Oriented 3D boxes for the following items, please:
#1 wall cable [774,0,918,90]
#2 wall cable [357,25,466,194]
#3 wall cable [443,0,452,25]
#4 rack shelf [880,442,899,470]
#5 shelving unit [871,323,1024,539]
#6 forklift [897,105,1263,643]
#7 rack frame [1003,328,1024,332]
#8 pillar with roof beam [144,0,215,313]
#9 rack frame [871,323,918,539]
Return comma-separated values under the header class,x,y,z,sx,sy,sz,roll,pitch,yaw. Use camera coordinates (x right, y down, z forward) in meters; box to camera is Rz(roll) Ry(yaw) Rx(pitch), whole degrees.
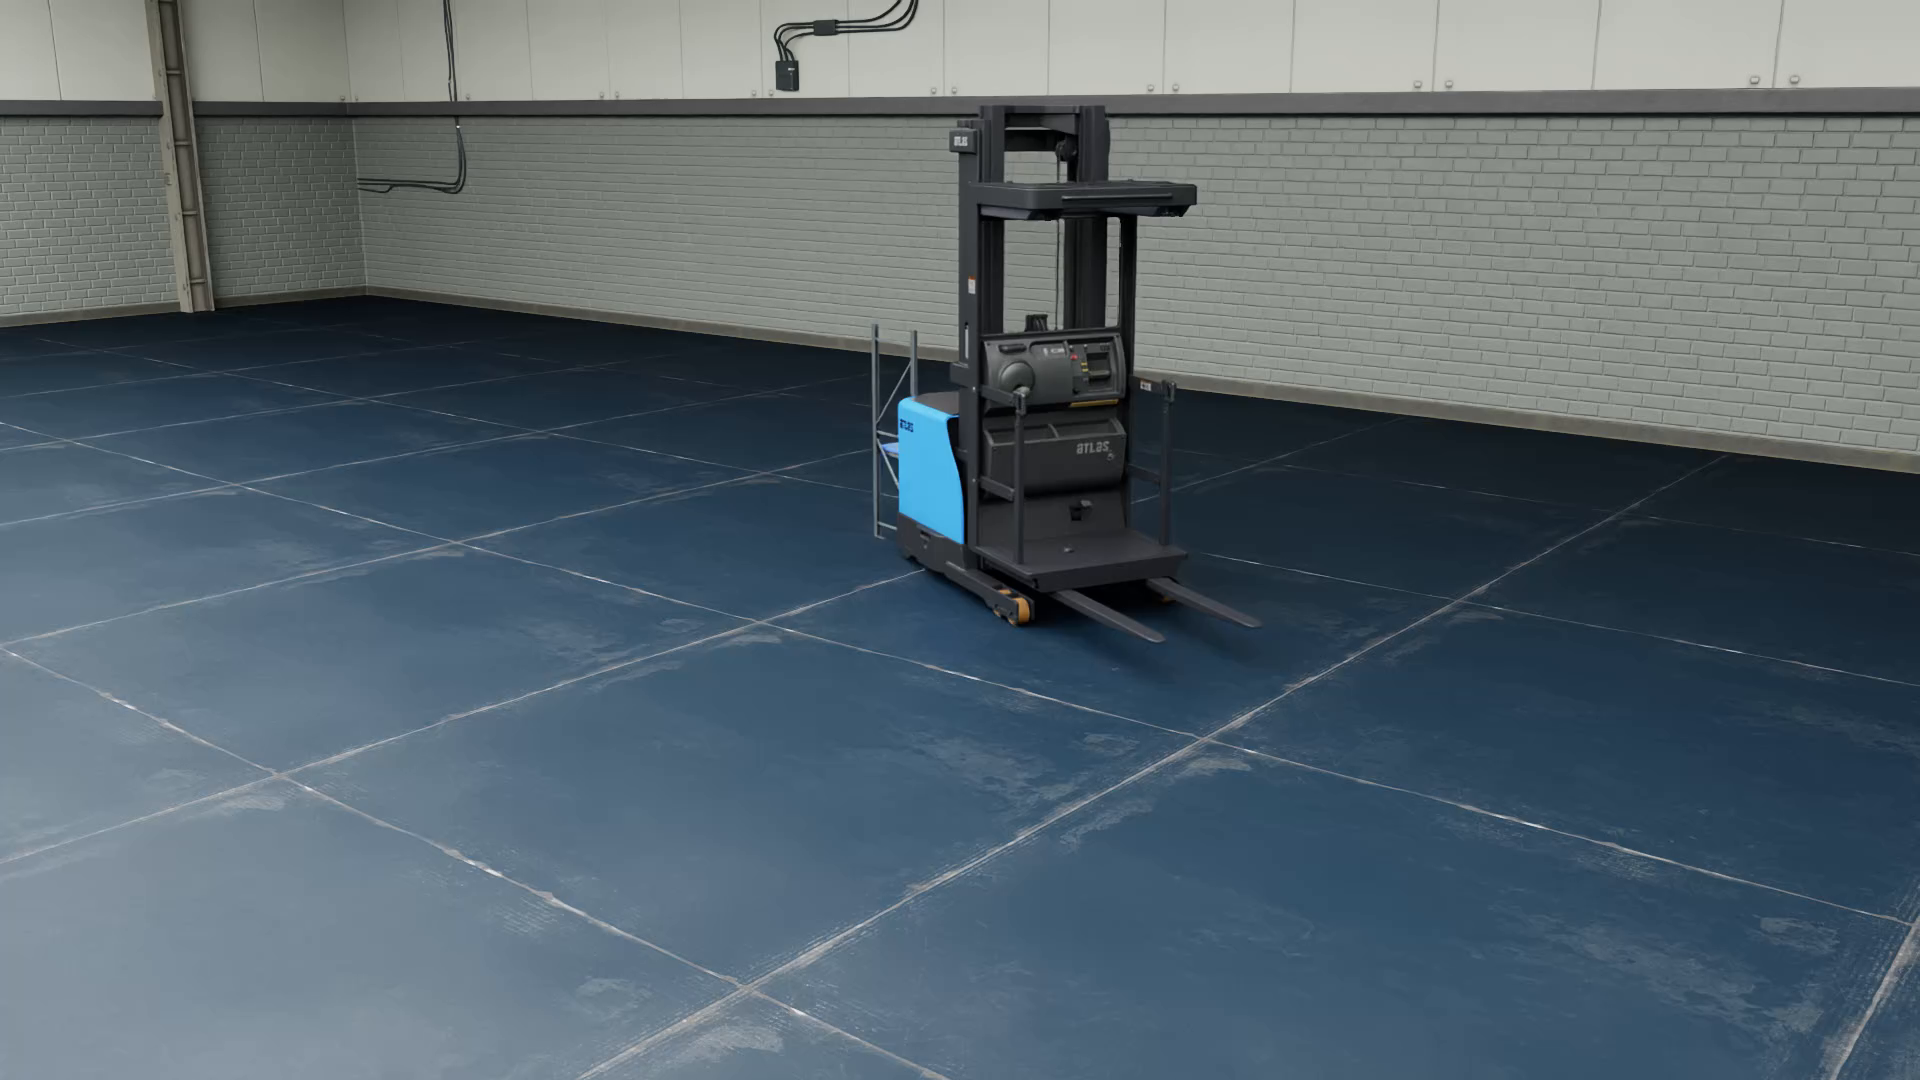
class,x,y,z,sx,sy,sz,roll,pitch,yaw
wall cable,-1.397,-8.400,19.505,2.305,6.003,0.169,11,18,38
wall cable,-8.771,-6.719,26.101,3.097,2.526,0.112,11,18,38
wall cable,-6.667,-8.748,23.831,3.097,2.526,0.112,11,18,38
rack shelf,-0.037,-0.607,11.696,1.000,0.185,0.538,-11,18,-36
shelving unit,-0.037,-0.781,11.652,1.048,1.500,0.538,-11,18,-36
forklift,0.668,-1.045,9.785,1.130,2.935,3.031,-7,16,-25
rack frame,0.368,-0.857,11.949,0.032,1.500,0.500,-11,18,-36
pillar with roof beam,-8.303,-7.198,21.680,9.100,9.000,0.400,11,18,38
rack frame,-0.443,-0.706,11.355,0.032,1.500,0.500,-11,18,-36
